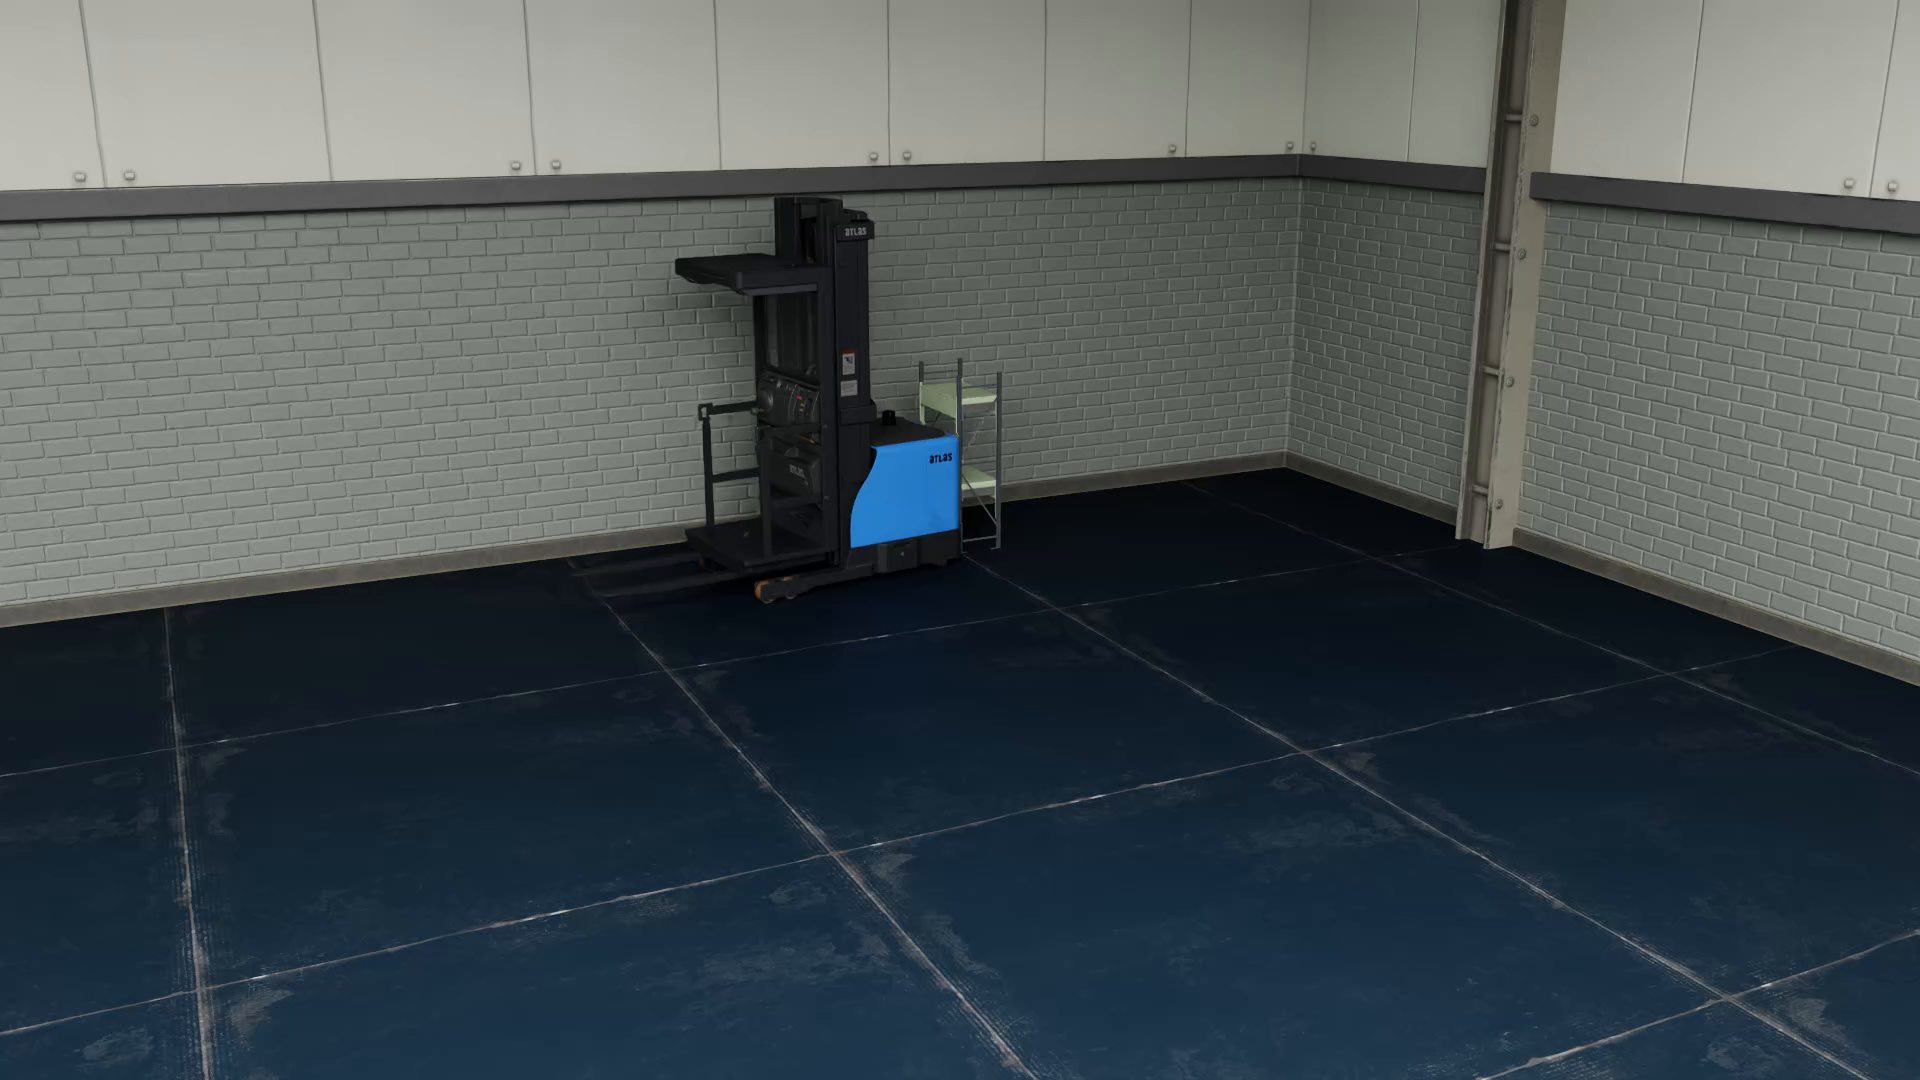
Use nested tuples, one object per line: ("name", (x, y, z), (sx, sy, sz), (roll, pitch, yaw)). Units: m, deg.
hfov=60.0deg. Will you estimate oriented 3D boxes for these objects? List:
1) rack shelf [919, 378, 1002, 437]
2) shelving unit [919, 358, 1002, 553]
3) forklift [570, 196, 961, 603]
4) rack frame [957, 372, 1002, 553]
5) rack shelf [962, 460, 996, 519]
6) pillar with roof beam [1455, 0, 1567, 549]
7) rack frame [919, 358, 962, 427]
("rack shelf", (-0.003, -1.098, 13.942), (0.431, 0.370, 0.720), (-8, 18, -25))
("shelving unit", (-0.003, -0.723, 14.050), (0.431, 1.500, 0.755), (-8, 18, -25))
("forklift", (-1.504, -1.096, 12.756), (3.031, 2.935, 1.130), (-10, 19, -32))
("rack frame", (0.157, -0.632, 13.733), (0.400, 1.500, 0.023), (-8, 18, -25))
("rack shelf", (-0.003, -0.409, 14.139), (0.431, 0.370, 0.720), (-8, 18, -25))
("pillar with roof beam", (0.613, -3.794, 11.158), (9.100, 9.000, 0.400), (-8, 18, -25))
("rack frame", (-0.163, -0.813, 14.366), (0.400, 1.500, 0.023), (-8, 18, -25))
